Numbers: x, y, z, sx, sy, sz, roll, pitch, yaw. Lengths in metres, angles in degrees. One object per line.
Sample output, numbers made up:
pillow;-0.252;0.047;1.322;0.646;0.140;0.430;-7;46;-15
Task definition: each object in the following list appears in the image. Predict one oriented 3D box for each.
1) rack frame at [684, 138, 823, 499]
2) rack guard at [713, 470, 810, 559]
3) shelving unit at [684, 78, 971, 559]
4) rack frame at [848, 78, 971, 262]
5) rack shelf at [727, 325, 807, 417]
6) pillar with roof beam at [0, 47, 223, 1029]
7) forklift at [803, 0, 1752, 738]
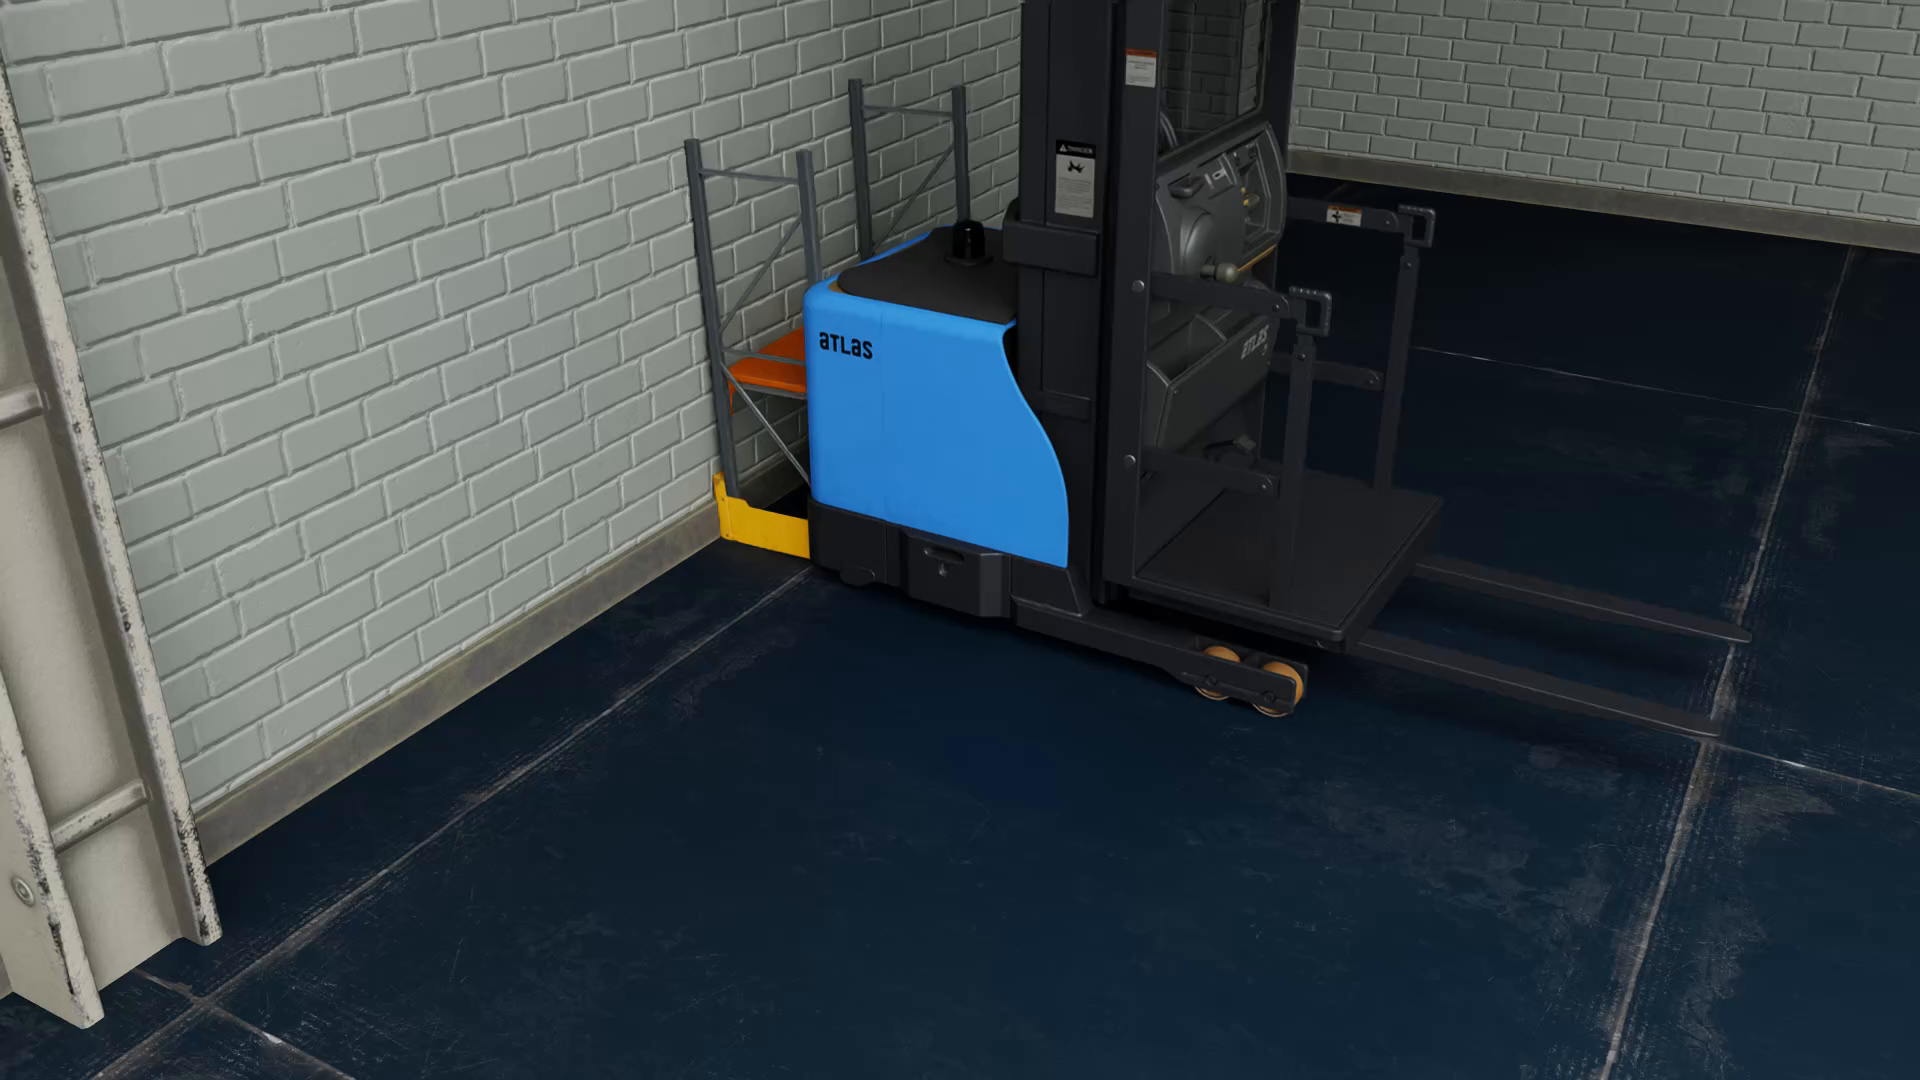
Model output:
rack frame;-0.672;-0.638;5.840;0.500;1.500;0.032;12;31;27
rack guard;-0.644;-0.082;6.123;0.587;0.250;0.087;12;31;27
shelving unit;-0.427;-0.844;6.222;0.587;1.500;1.083;12;31;27
rack frame;-0.172;-1.058;6.618;0.500;1.500;0.032;12;31;27
rack shelf;-0.414;-0.688;6.310;0.538;0.185;1.000;12;31;27
pillar with roof beam;1.641;-2.028;0.248;9.100;9.000;0.400;14;30;26
forklift;0.990;-1.034;5.042;3.031;2.935;1.130;15;30;27
